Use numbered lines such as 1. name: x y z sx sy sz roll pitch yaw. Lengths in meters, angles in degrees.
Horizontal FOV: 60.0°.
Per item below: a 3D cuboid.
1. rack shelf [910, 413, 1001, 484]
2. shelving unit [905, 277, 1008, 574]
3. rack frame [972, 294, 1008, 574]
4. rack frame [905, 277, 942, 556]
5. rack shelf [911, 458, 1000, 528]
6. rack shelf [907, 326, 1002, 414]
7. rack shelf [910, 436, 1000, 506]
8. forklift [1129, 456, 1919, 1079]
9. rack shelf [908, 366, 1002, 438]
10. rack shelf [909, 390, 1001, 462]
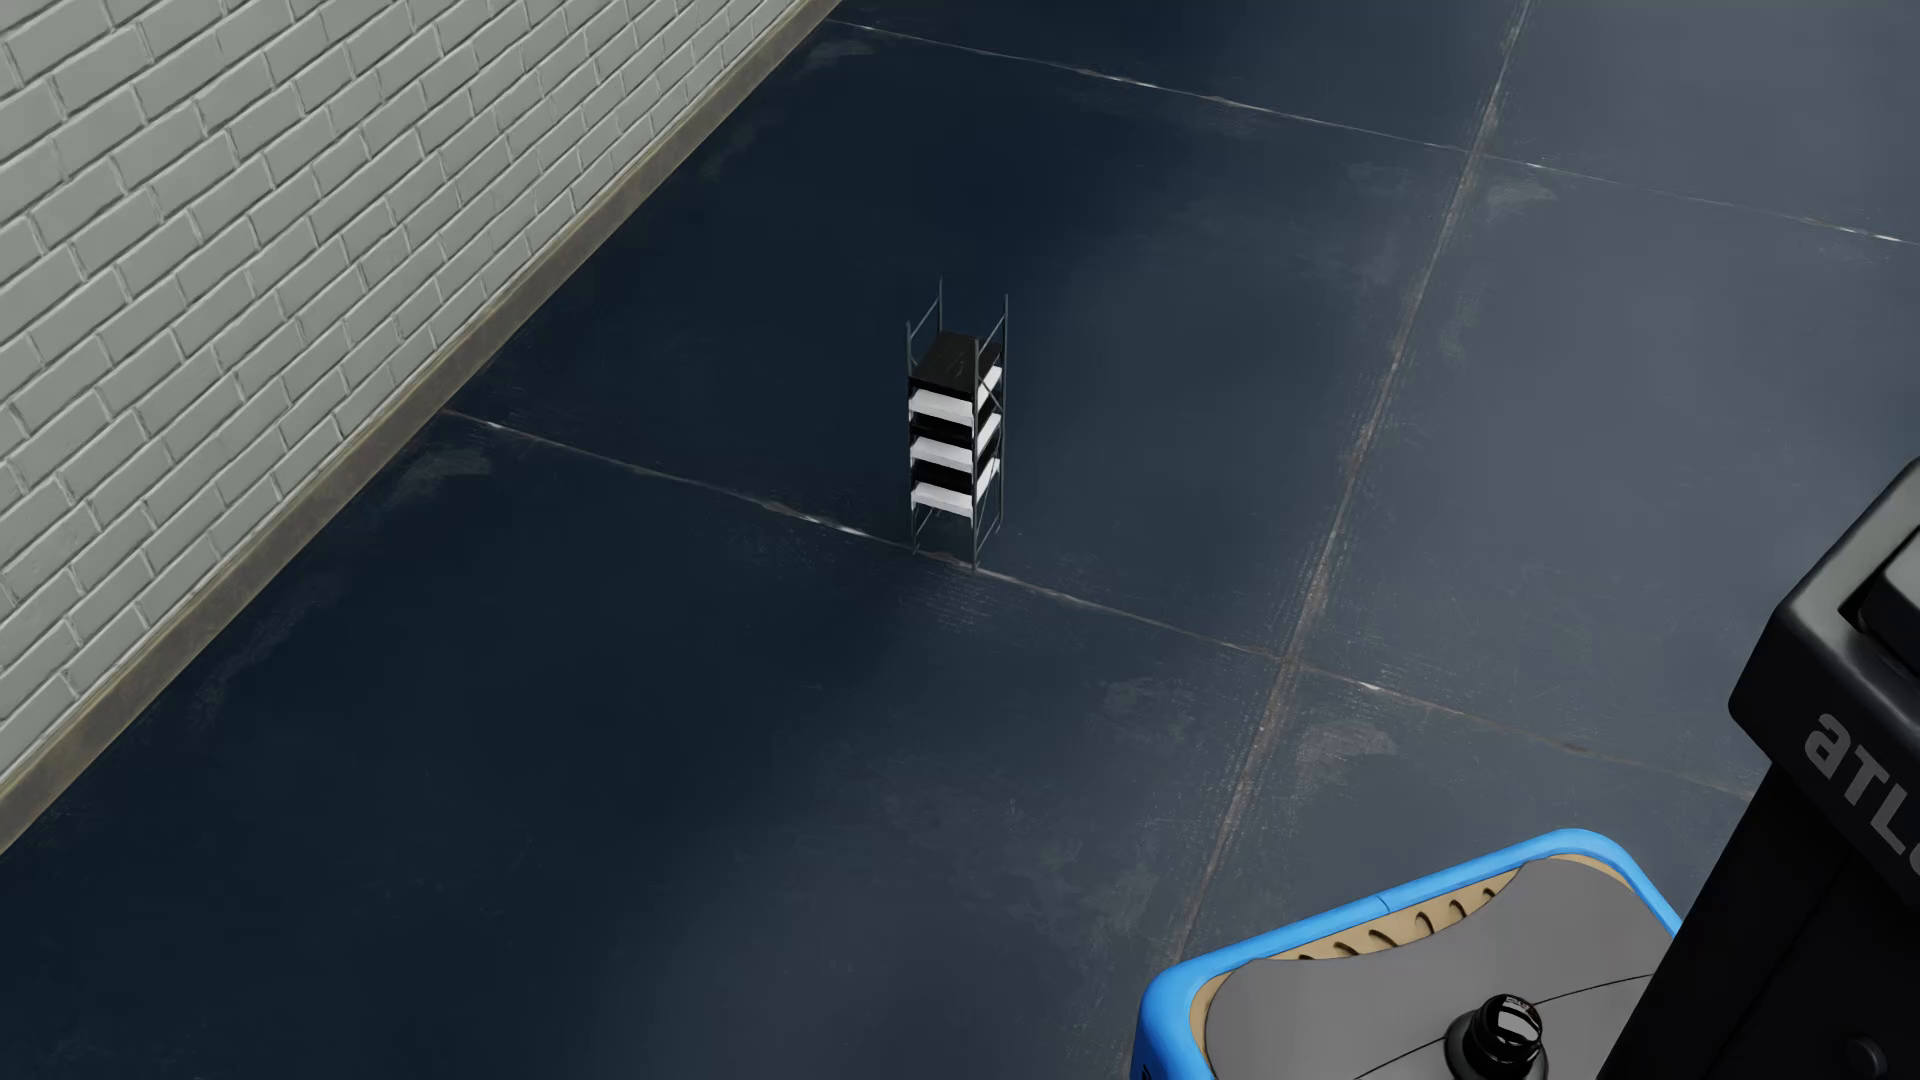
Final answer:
1. rack shelf: -0.007 -0.298 4.958 0.200 0.077 0.258 16 47 16
2. shelving unit: -0.007 -0.321 4.935 0.210 0.900 0.258 16 47 16
3. rack frame: 0.086 -0.294 4.907 0.006 0.900 0.240 16 47 16
4. rack frame: -0.101 -0.349 4.963 0.006 0.900 0.240 16 47 16
5. rack shelf: -0.007 -0.170 5.085 0.200 0.077 0.258 16 47 16
6. rack shelf: -0.007 -0.489 4.768 0.200 0.077 0.258 16 47 16
7. rack shelf: -0.007 -0.234 5.022 0.200 0.077 0.258 16 47 16
8. forklift: 1.304 1.351 1.814 1.130 2.935 3.031 -15 47 -15
9. rack shelf: -0.007 -0.425 4.831 0.200 0.077 0.258 16 47 16
10. rack shelf: -0.007 -0.361 4.895 0.200 0.077 0.258 16 47 16
